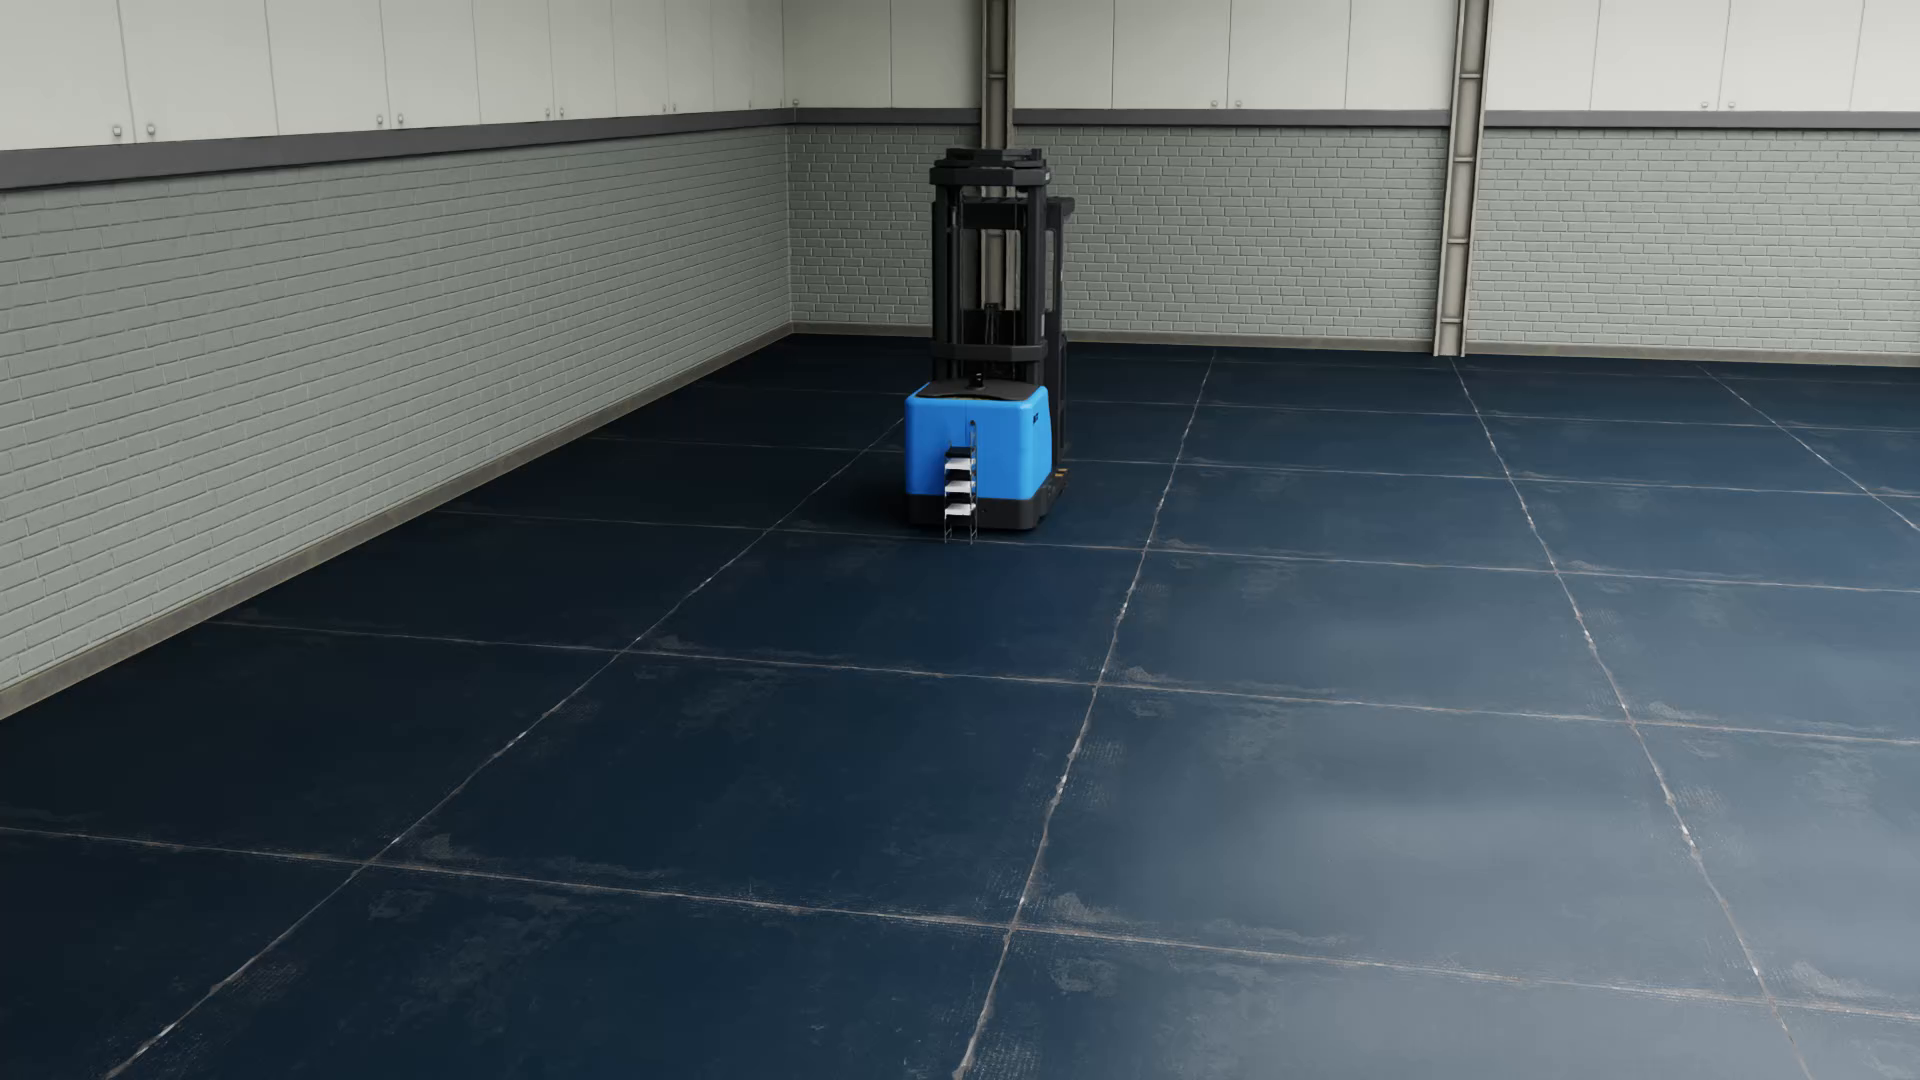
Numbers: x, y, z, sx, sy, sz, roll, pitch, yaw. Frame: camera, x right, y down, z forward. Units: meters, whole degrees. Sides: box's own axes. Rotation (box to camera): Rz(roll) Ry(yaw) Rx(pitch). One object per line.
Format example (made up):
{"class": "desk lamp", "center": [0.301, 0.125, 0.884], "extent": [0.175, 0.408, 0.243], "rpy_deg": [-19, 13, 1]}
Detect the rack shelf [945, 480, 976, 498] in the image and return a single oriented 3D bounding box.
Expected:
{"class": "rack shelf", "center": [0.006, -0.398, 12.868], "extent": [0.200, 0.077, 0.258], "rpy_deg": [3, 16, 10]}

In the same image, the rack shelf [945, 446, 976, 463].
{"class": "rack shelf", "center": [0.006, -0.659, 12.796], "extent": [0.200, 0.077, 0.258], "rpy_deg": [3, 16, 10]}

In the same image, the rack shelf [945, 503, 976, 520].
{"class": "rack shelf", "center": [0.006, -0.225, 12.916], "extent": [0.200, 0.077, 0.258], "rpy_deg": [3, 16, 10]}

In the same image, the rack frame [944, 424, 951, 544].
{"class": "rack frame", "center": [-0.094, -0.435, 12.878], "extent": [0.006, 0.900, 0.240], "rpy_deg": [3, 16, 10]}

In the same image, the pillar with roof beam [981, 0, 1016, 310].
{"class": "pillar with roof beam", "center": [-0.350, -5.958, 17.644], "extent": [0.400, 9.000, 9.100], "rpy_deg": [3, 16, 11]}

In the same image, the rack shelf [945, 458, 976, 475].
{"class": "rack shelf", "center": [0.006, -0.572, 12.820], "extent": [0.200, 0.077, 0.258], "rpy_deg": [3, 16, 10]}

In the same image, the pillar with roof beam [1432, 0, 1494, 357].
{"class": "pillar with roof beam", "center": [5.530, -5.639, 16.492], "extent": [0.400, 9.000, 9.100], "rpy_deg": [3, 16, 11]}

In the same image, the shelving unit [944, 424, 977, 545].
{"class": "shelving unit", "center": [0.006, -0.430, 12.859], "extent": [0.210, 0.900, 0.258], "rpy_deg": [3, 16, 10]}

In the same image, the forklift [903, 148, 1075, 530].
{"class": "forklift", "center": [0.360, -1.842, 14.150], "extent": [1.130, 2.935, 3.031], "rpy_deg": [3, 16, 12]}

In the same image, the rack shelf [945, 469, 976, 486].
{"class": "rack shelf", "center": [0.006, -0.485, 12.844], "extent": [0.200, 0.077, 0.258], "rpy_deg": [3, 16, 10]}

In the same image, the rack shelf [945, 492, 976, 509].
{"class": "rack shelf", "center": [0.006, -0.311, 12.892], "extent": [0.200, 0.077, 0.258], "rpy_deg": [3, 16, 10]}

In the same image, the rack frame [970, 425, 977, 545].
{"class": "rack frame", "center": [0.106, -0.425, 12.841], "extent": [0.006, 0.900, 0.240], "rpy_deg": [3, 16, 10]}
